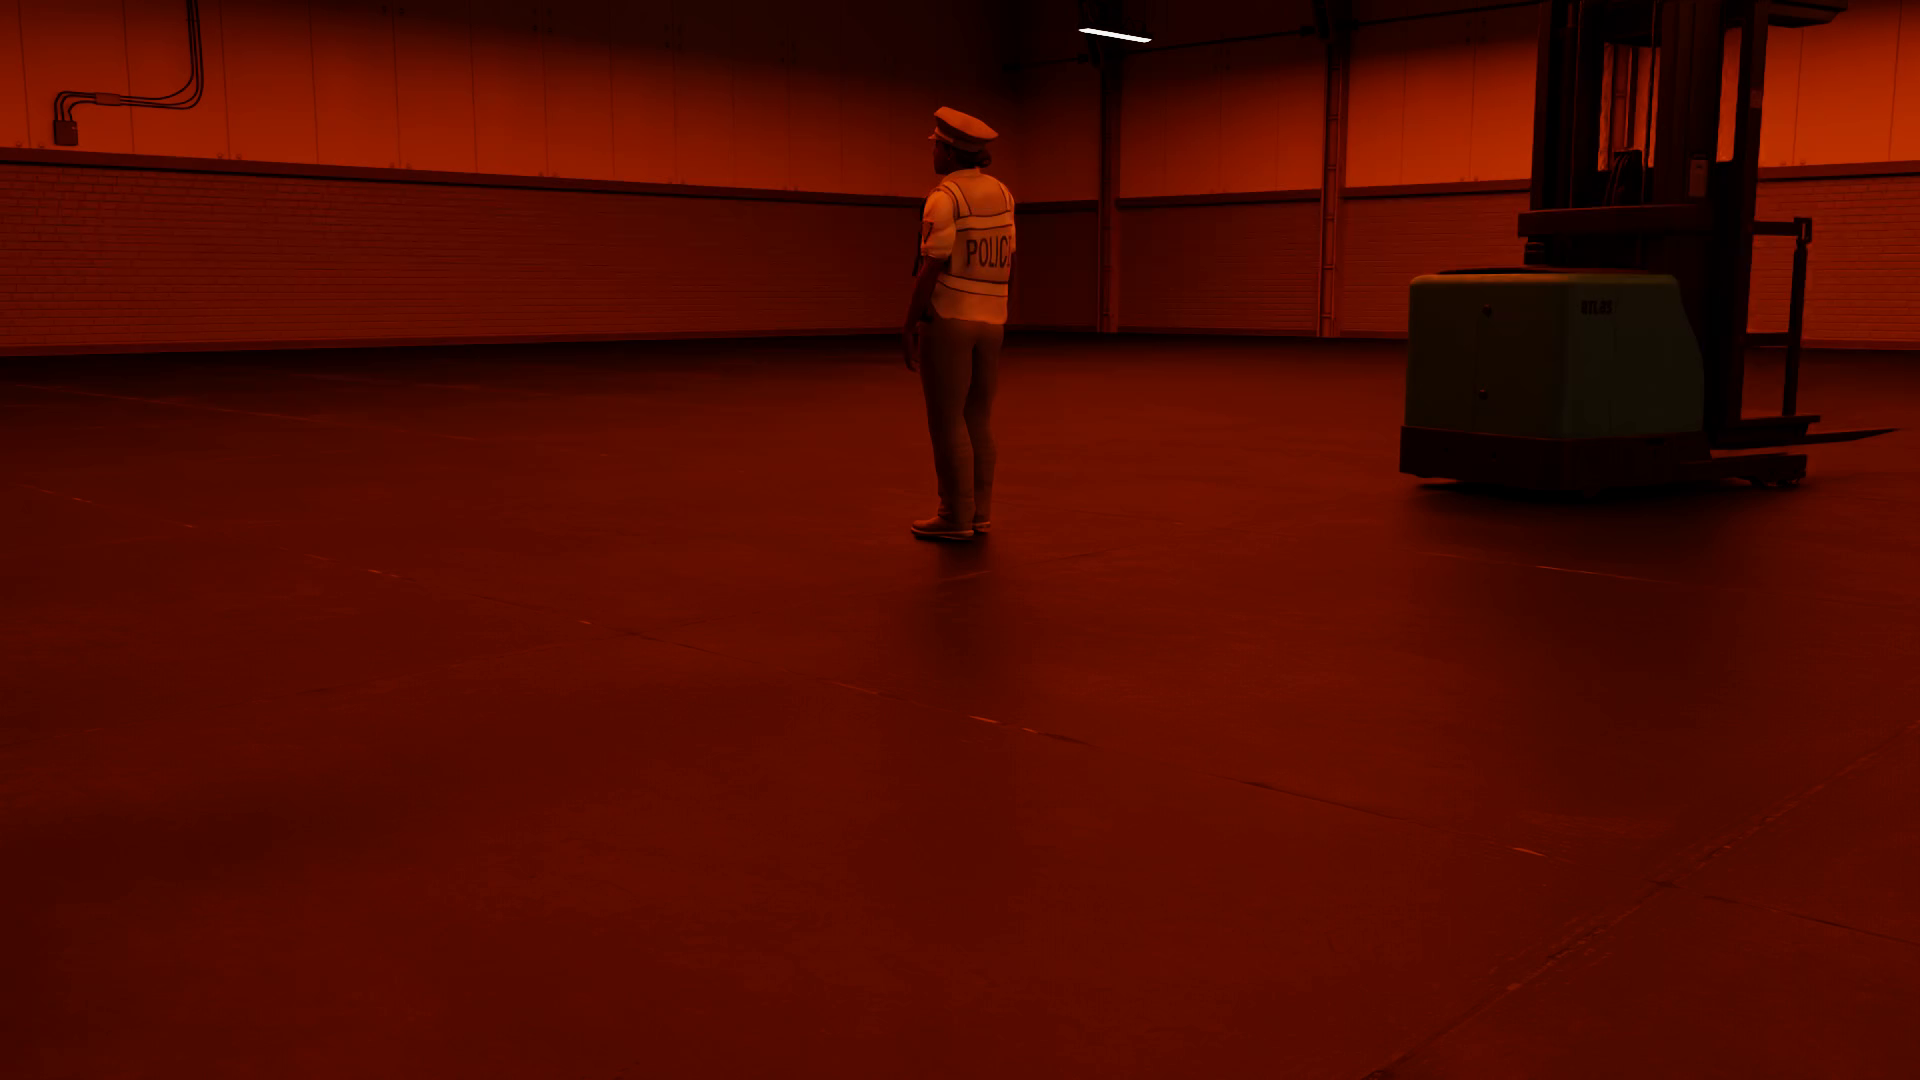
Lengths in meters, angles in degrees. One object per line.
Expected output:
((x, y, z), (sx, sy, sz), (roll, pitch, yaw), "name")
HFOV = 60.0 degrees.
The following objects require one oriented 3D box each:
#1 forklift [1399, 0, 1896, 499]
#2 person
((3.794, -1.780, 8.696), (3.031, 2.935, 1.130), (-5, 10, -30), "forklift")
((-0.040, -0.855, 6.656), (0.530, 1.695, 0.569), (8, 12, 43), "person")
